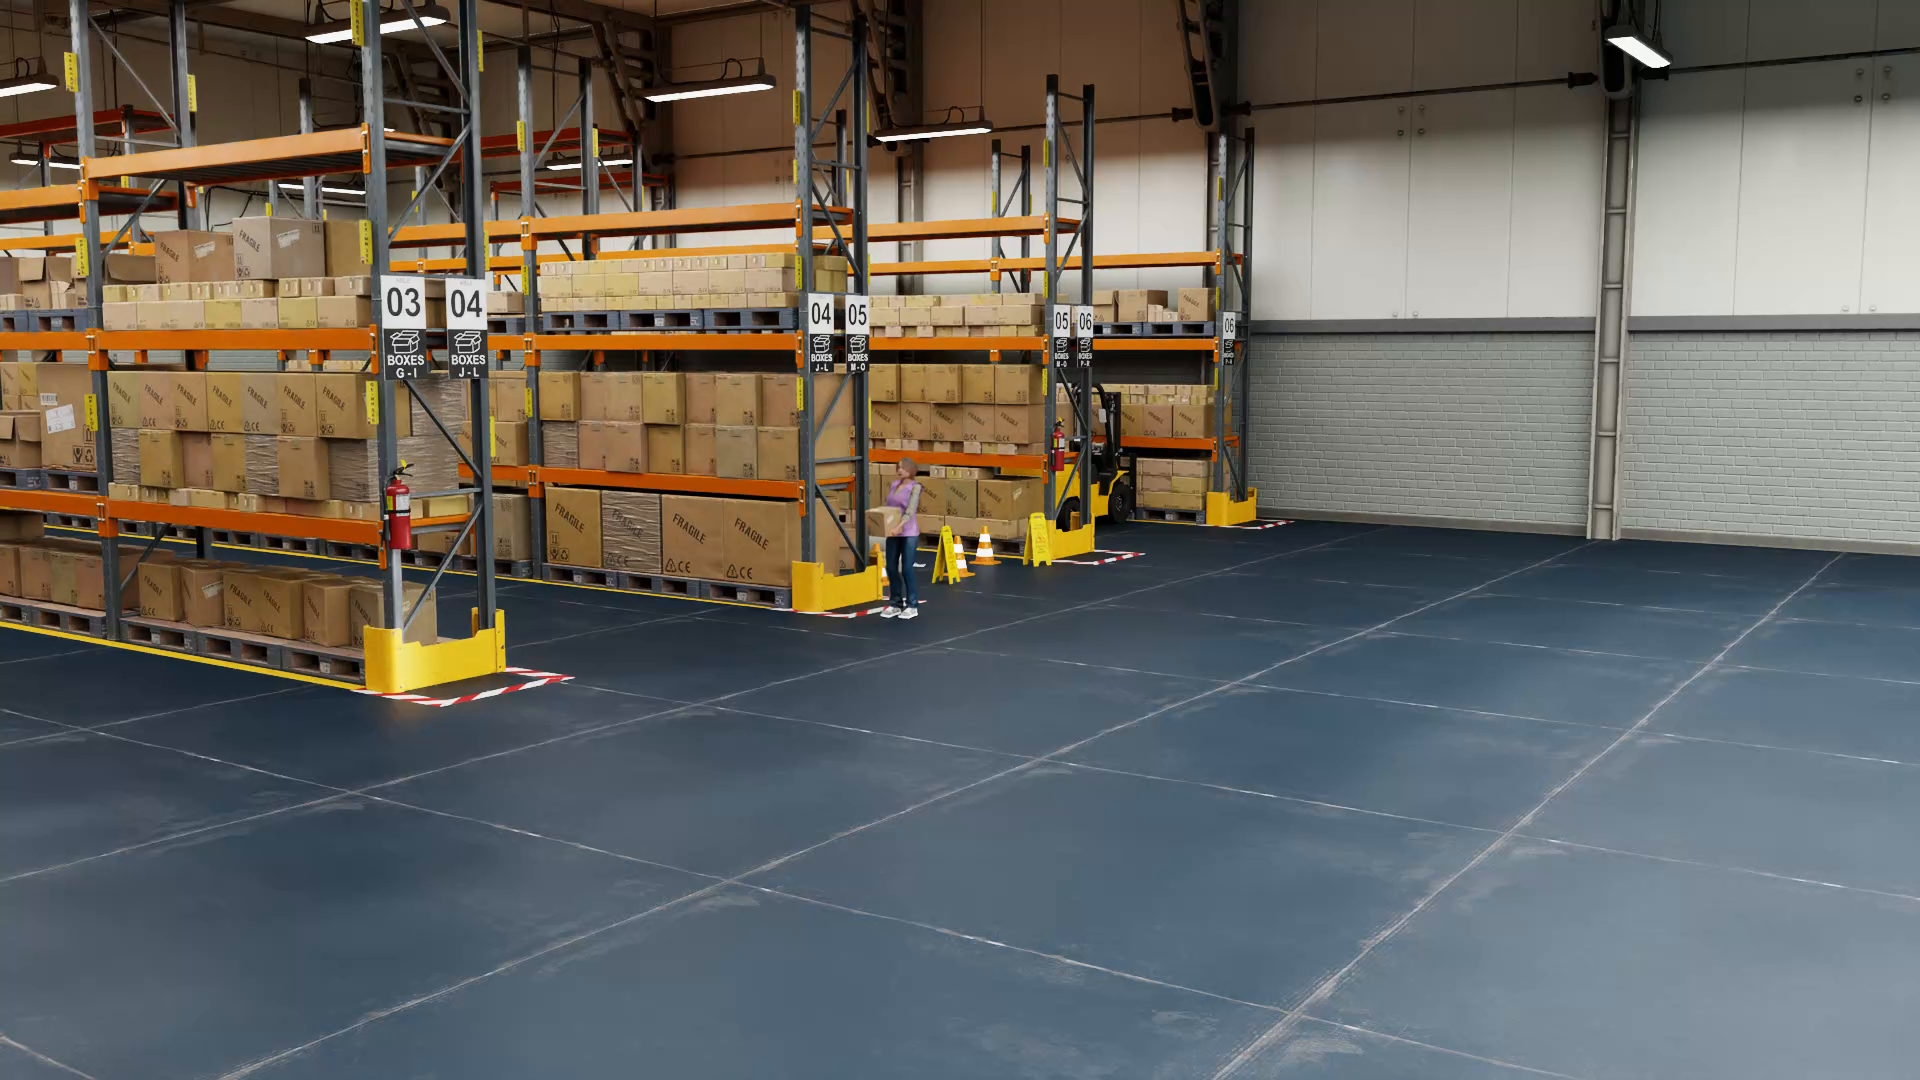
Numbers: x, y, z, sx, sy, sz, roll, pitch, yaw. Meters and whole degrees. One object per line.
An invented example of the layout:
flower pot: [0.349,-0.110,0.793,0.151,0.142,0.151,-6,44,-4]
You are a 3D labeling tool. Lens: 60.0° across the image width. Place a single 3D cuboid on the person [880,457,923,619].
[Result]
person: [-0.627,-0.020,16.398,0.404,1.591,0.498,5,9,40]
